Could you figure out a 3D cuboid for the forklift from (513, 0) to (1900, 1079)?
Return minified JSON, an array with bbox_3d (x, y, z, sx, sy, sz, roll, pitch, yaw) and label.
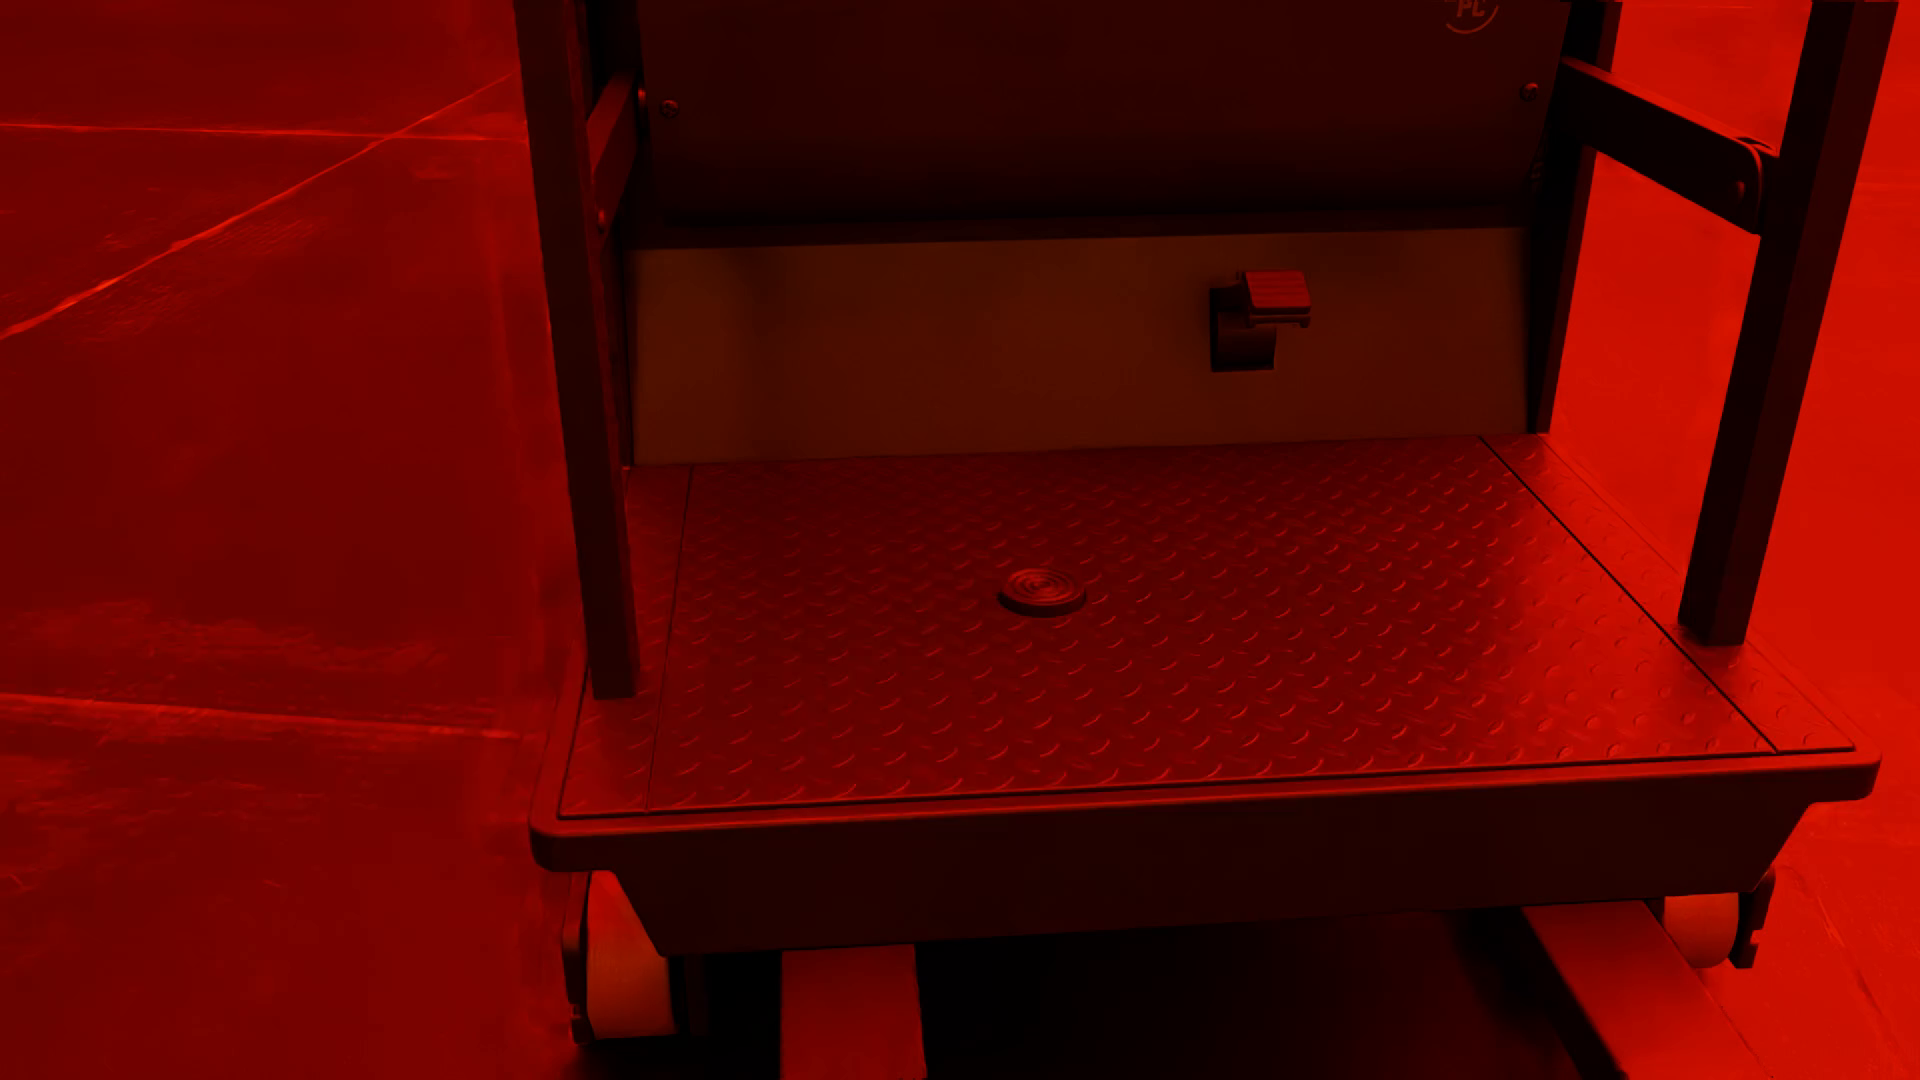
[{"bbox_3d":[0.170,-1.002,1.226,1.130,2.935,3.031,-2,27,-5],"label":"forklift"}]
